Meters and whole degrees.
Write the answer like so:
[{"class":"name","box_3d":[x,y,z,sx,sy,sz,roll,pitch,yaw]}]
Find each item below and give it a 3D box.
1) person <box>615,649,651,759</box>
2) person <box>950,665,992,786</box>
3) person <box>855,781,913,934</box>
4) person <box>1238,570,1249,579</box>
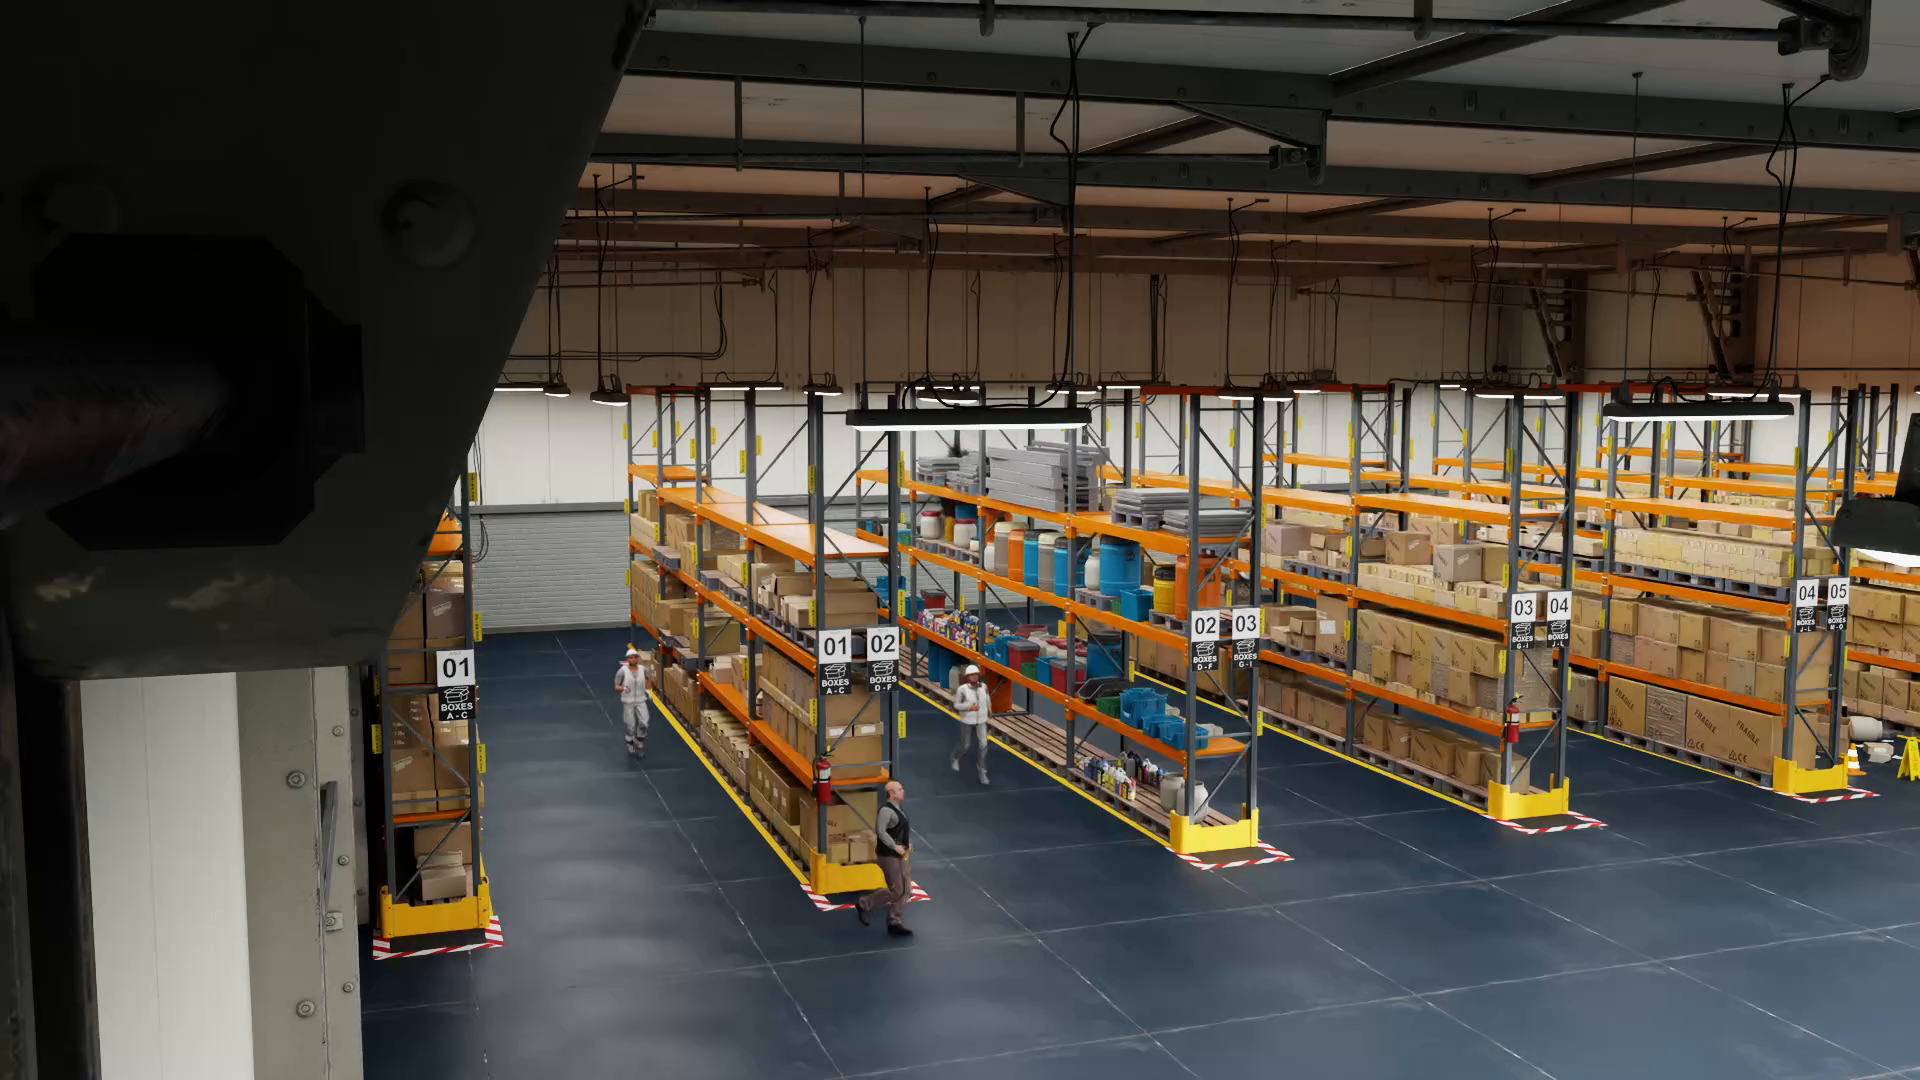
[{"class":"person","box_3d":[-5.268,2.665,26.982,0.634,1.795,0.655,-2,6,-21]},{"class":"person","box_3d":[0.182,2.804,25.632,0.665,1.806,0.954,-2,6,-21]},{"class":"person","box_3d":[-0.803,3.563,18.825,0.618,1.683,0.693,1,6,10]},{"class":"person","box_3d":[6.744,1.317,40.772,0.578,1.620,0.625,-5,8,-43]}]
